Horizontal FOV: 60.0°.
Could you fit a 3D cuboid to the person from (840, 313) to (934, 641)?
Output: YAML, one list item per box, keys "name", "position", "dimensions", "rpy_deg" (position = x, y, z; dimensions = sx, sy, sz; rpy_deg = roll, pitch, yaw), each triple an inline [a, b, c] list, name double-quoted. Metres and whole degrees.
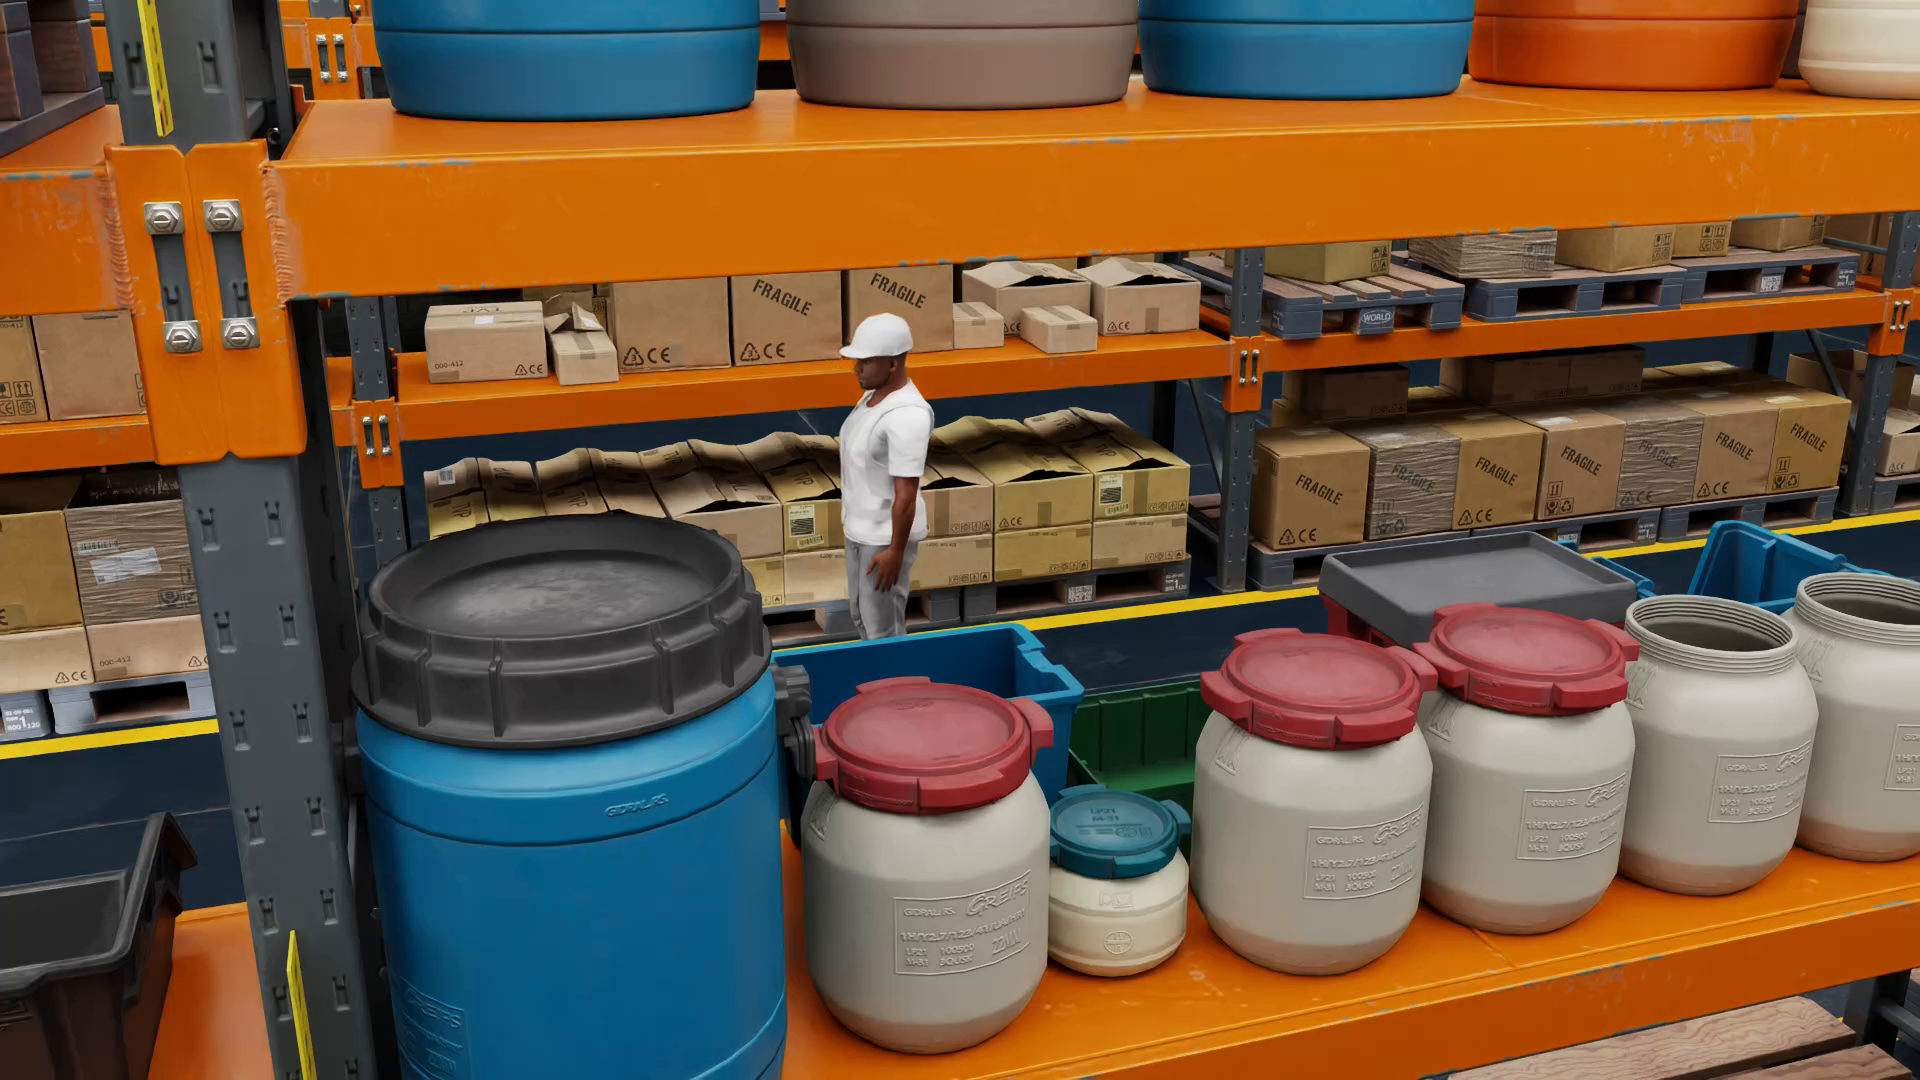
- name: "person"
  position: [-0.304, -0.029, 6.616]
  dimensions: [0.364, 1.763, 0.566]
  rpy_deg: [-6, 20, -16]
